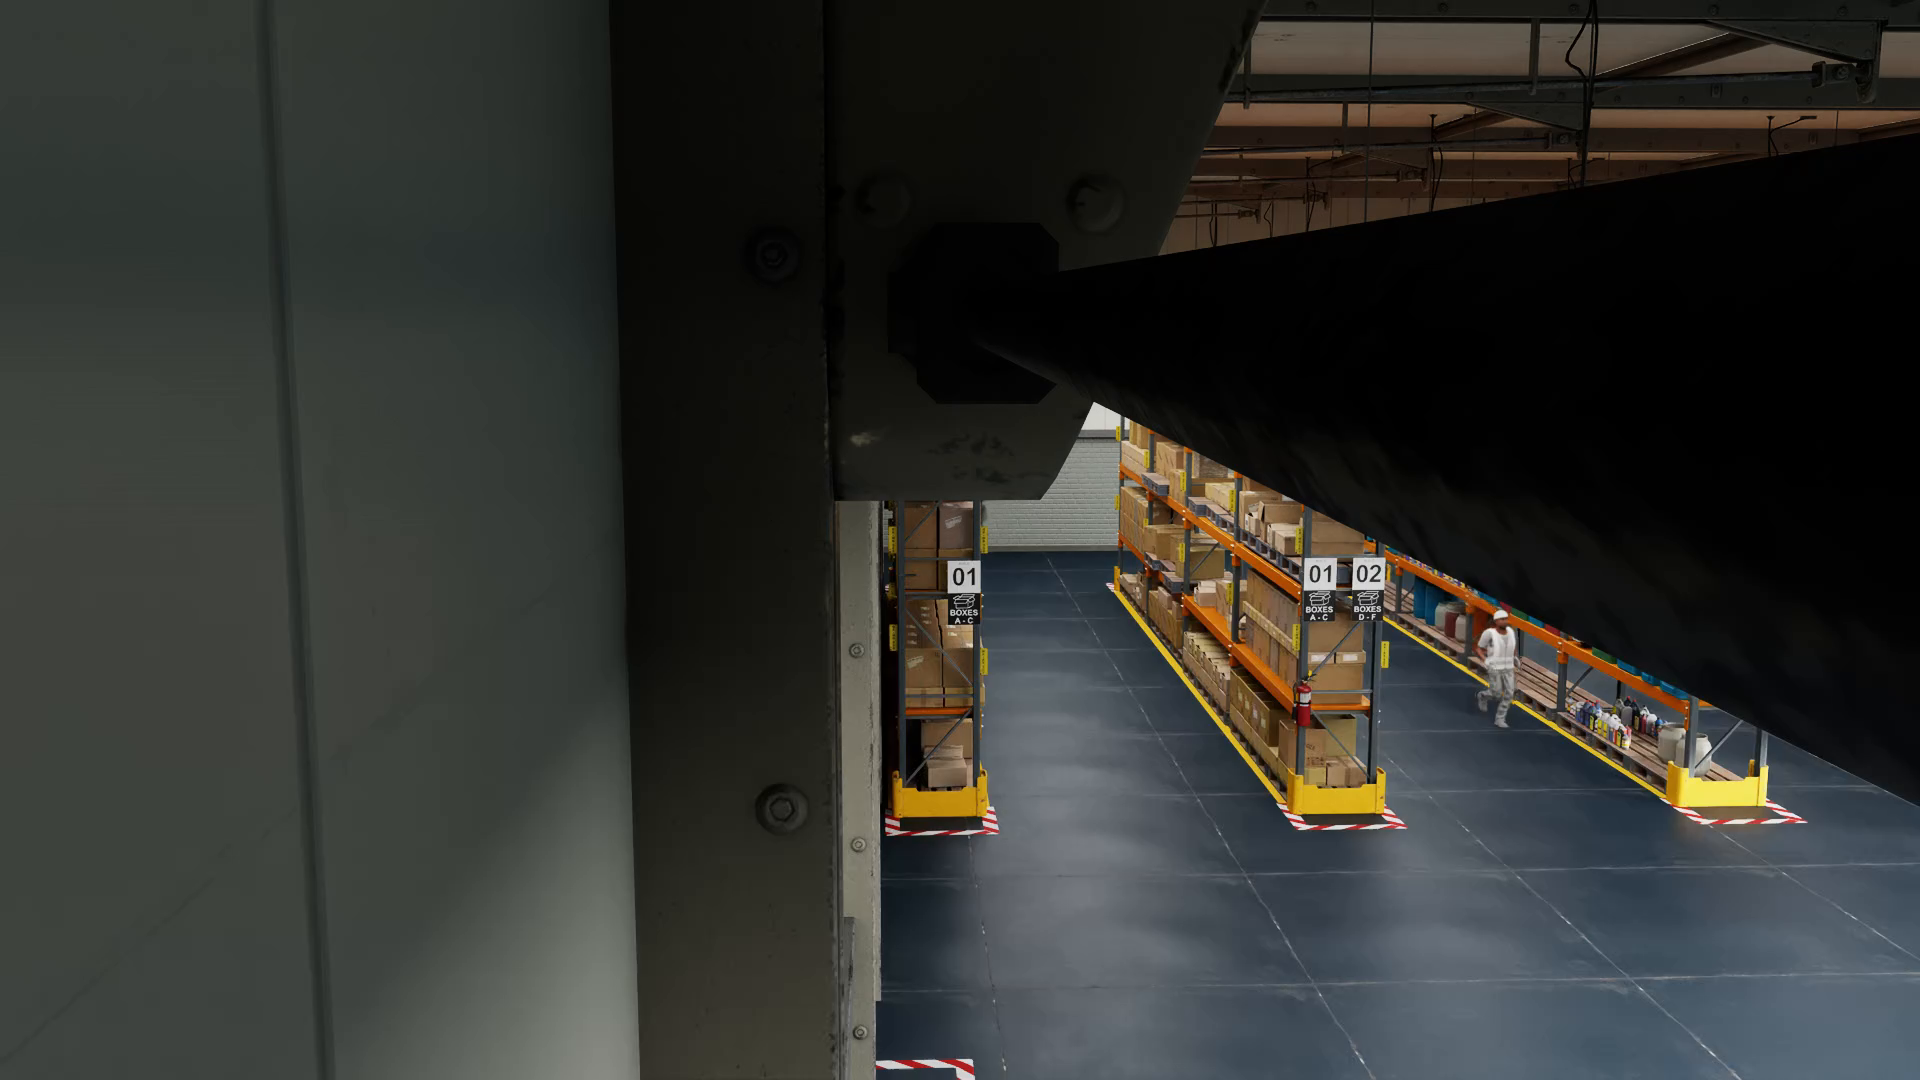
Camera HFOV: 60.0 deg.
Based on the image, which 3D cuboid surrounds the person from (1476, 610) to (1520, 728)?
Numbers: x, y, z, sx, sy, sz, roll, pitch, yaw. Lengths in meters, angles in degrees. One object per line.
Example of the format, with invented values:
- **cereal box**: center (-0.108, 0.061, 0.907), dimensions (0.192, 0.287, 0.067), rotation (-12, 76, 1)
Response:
- **person**: center (8.052, 1.906, 24.868), dimensions (0.683, 1.743, 0.688), rotation (-2, 8, -13)
